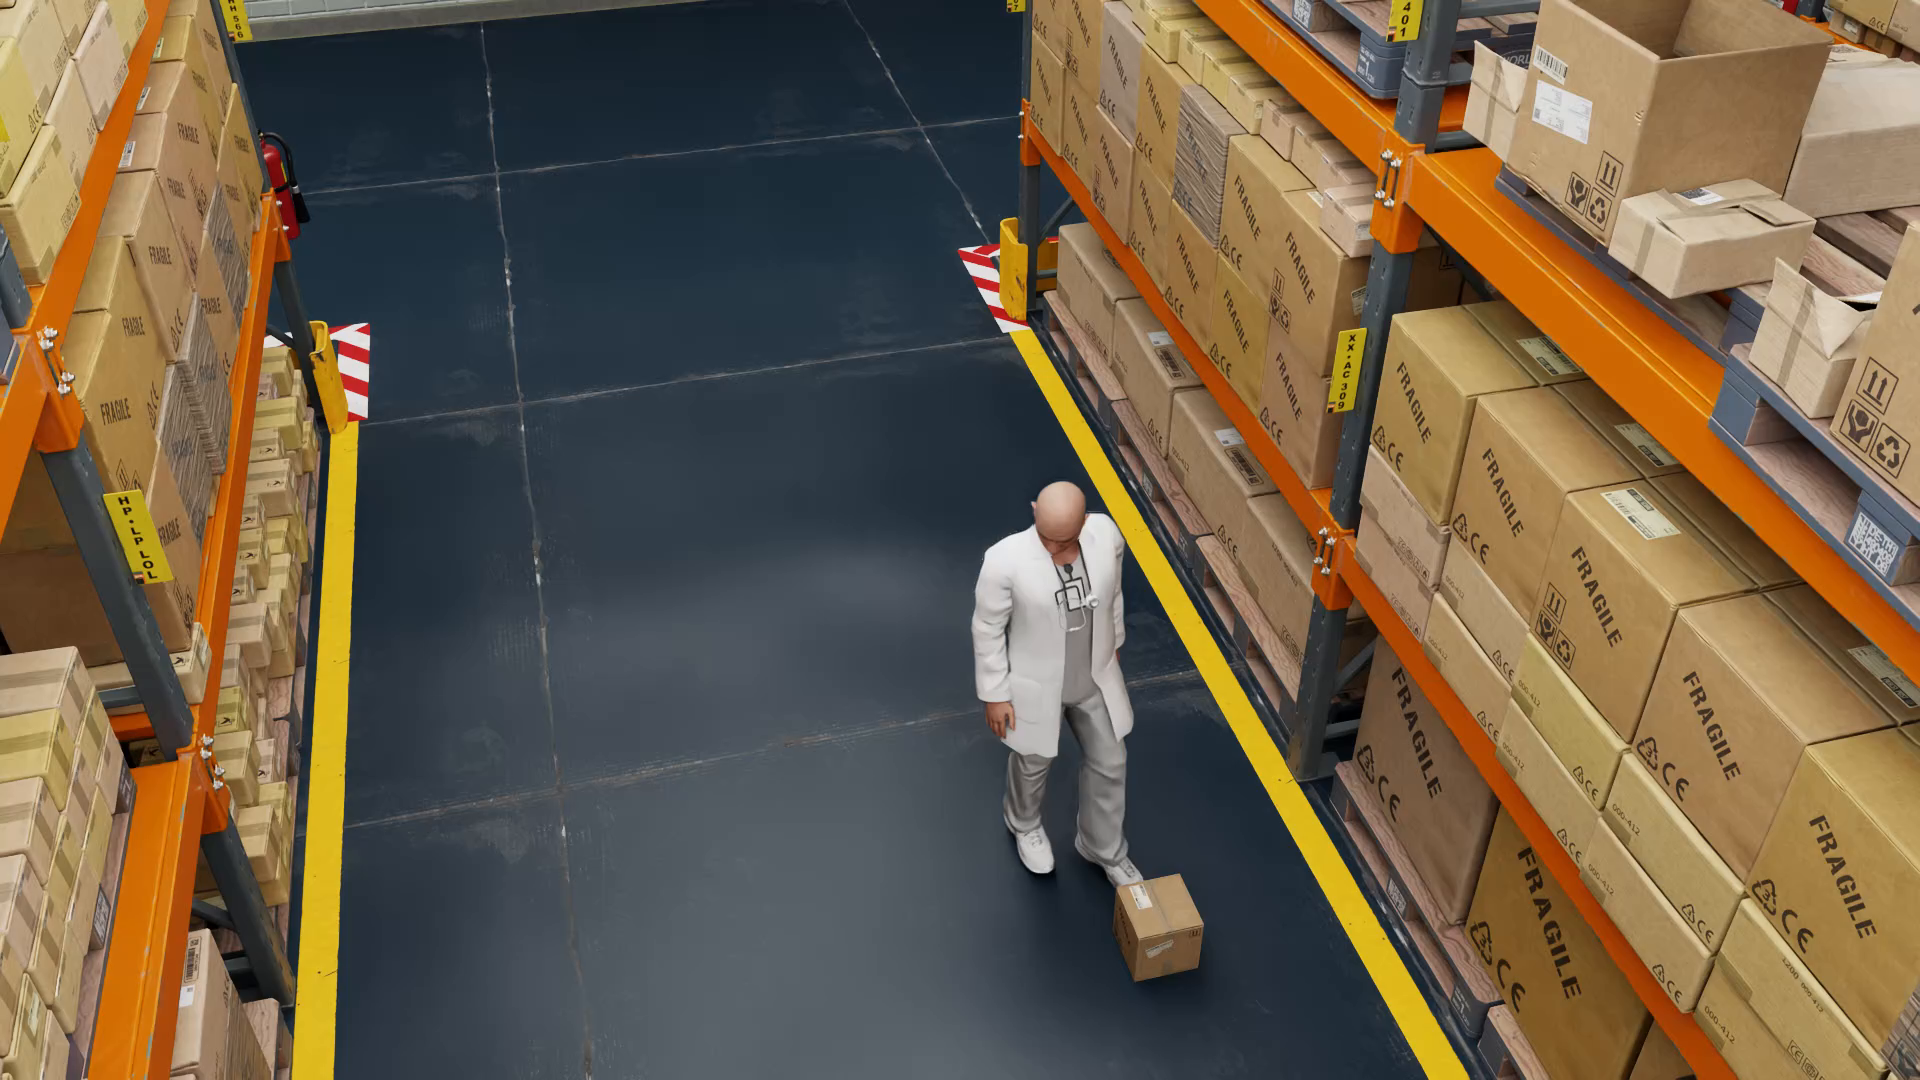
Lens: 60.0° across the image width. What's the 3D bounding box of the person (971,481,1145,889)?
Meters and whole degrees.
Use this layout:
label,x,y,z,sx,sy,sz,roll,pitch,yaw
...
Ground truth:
label,x,y,z,sx,sy,sz,roll,pitch,yaw
person,0.379,0.572,5.990,0.617,1.816,0.606,-14,40,-18
